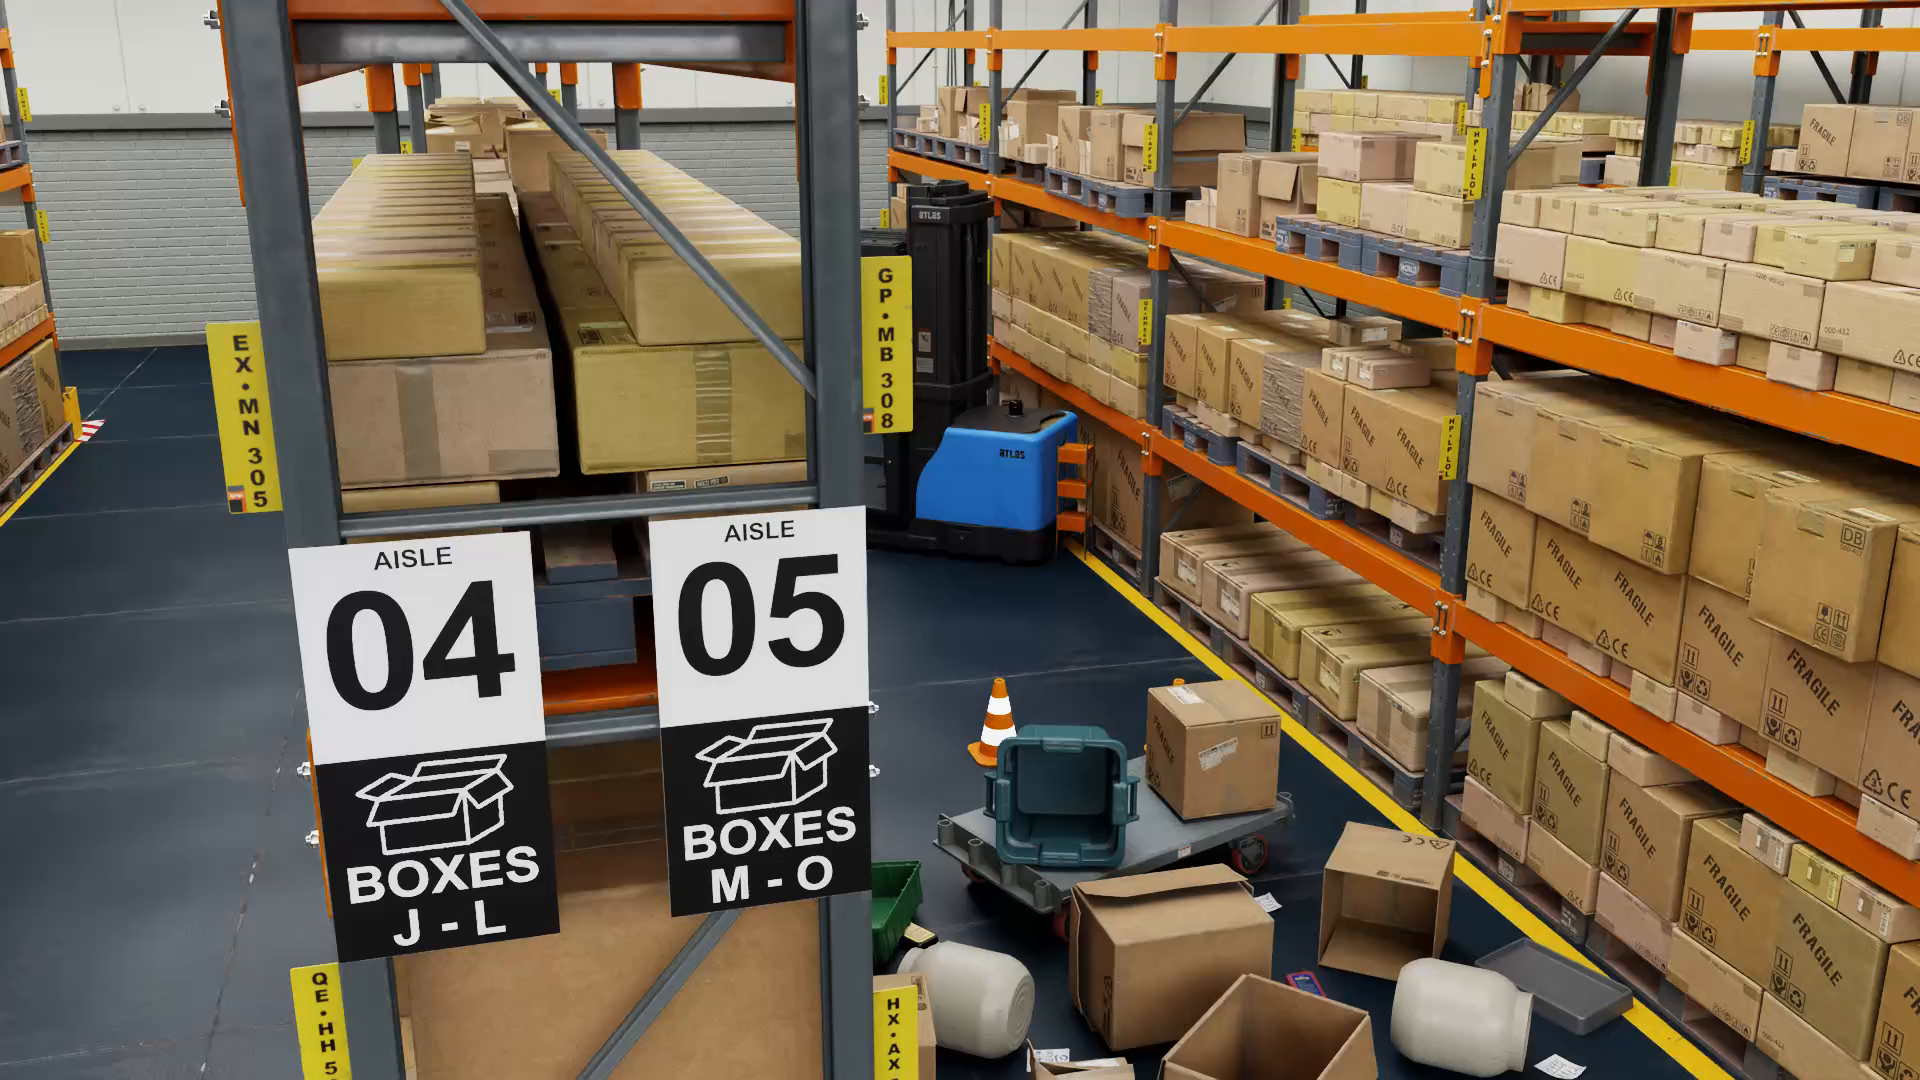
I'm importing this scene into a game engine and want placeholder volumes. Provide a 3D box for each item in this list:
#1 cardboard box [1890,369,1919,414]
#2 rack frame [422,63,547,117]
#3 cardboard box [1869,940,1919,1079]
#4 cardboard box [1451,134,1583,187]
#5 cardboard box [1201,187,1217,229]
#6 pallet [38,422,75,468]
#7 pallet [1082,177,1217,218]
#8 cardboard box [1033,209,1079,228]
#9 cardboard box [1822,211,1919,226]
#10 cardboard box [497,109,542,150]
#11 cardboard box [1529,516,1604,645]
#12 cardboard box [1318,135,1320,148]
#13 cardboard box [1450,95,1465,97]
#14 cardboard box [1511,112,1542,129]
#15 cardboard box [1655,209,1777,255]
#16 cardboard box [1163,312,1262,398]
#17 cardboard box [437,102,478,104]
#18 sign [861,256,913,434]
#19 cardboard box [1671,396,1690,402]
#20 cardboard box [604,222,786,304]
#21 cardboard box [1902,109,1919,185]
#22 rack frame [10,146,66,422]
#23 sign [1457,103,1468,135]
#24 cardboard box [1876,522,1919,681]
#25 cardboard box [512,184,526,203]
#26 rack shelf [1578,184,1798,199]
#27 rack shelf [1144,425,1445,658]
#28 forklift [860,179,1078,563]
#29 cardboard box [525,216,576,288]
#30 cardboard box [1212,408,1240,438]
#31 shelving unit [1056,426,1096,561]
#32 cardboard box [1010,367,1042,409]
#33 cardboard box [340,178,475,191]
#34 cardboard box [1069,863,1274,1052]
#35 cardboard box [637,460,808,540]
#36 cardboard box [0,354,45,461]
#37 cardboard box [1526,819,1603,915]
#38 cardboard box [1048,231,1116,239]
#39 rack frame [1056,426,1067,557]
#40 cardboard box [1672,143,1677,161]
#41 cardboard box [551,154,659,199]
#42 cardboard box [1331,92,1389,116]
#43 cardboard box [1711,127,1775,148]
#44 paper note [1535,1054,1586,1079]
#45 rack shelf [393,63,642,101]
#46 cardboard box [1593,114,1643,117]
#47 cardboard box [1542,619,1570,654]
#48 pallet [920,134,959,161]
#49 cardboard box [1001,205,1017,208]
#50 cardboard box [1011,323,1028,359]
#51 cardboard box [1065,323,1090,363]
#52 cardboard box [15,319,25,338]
[{"bbox_3d":[3.433,-0.516,5.679,0.380,0.149,0.250,-5,17,-16],"label":"cardboard box"},{"bbox_3d":[-3.970,-4.613,13.668,1.000,3.000,0.127,-5,17,-15],"label":"rack frame"},{"bbox_3d":[3.589,1.715,5.774,0.500,0.500,0.500,-5,17,-15],"label":"cardboard box"},{"bbox_3d":[3.039,-2.082,9.118,0.500,0.250,0.500,-5,17,-16],"label":"cardboard box"},{"bbox_3d":[1.854,-2.254,11.262,0.396,0.266,0.258,-5,17,-15],"label":"cardboard box"},{"bbox_3d":[-9.571,-0.932,16.688,1.003,0.211,1.213,-5,17,-15],"label":"pallet"},{"bbox_3d":[1.633,-2.573,12.419,1.213,0.211,1.003,-4,17,-13],"label":"pallet"},{"bbox_3d":[0.925,-3.105,16.035,0.380,0.149,0.250,-5,17,-16],"label":"cardboard box"},{"bbox_3d":[3.679,-1.221,6.639,0.380,0.149,0.250,-4,17,-15],"label":"cardboard box"},{"bbox_3d":[-2.966,-2.829,11.436,0.396,0.266,0.258,-5,17,-15],"label":"cardboard box"},{"bbox_3d":[2.974,0.144,7.569,0.500,0.500,0.500,-5,17,-15],"label":"cardboard box"},{"bbox_3d":[4.419,-4.649,19.439,0.380,0.149,0.250,-4,17,-14],"label":"cardboard box"},{"bbox_3d":[5.514,-4.601,17.717,0.500,0.250,0.500,-5,17,-17],"label":"cardboard box"},{"bbox_3d":[5.364,-4.002,15.862,0.380,0.149,0.250,-5,17,-16],"label":"cardboard box"},{"bbox_3d":[3.060,-1.249,6.733,0.380,0.149,0.250,-5,18,-17],"label":"cardboard box"},{"bbox_3d":[1.762,-1.302,11.651,0.500,0.500,0.500,-5,17,-17],"label":"cardboard box"},{"bbox_3d":[-4.801,-4.102,15.879,0.380,0.149,0.250,-4,17,-13],"label":"cardboard box"},{"bbox_3d":[-0.137,-0.356,3.053,0.100,0.325,0.005,-5,17,-15],"label":"sign"},{"bbox_3d":[6.493,-1.219,15.284,0.380,0.149,0.250,-5,17,-16],"label":"cardboard box"},{"bbox_3d":[-0.596,-0.626,3.754,0.380,0.149,0.250,-5,17,-16],"label":"cardboard box"},{"bbox_3d":[6.877,-2.679,11.365,0.500,0.500,0.500,-4,17,-14],"label":"cardboard box"},{"bbox_3d":[-9.866,-2.483,17.003,1.000,3.000,0.127,-5,17,-15],"label":"rack frame"},{"bbox_3d":[5.014,-4.192,16.582,0.100,0.325,0.005,-5,17,-15],"label":"sign"},{"bbox_3d":[3.578,0.226,5.557,0.700,0.500,0.500,-5,17,-15],"label":"cardboard box"},{"bbox_3d":[-2.082,-1.683,8.457,0.396,0.266,0.258,-5,17,-15],"label":"cardboard box"},{"bbox_3d":[6.083,-3.092,15.068,1.077,0.370,4.000,-5,17,-15],"label":"rack shelf"},{"bbox_3d":[2.411,-0.155,10.506,1.077,0.370,4.000,-5,17,-15],"label":"rack shelf"},{"bbox_3d":[-0.580,-1.473,13.761,3.031,2.935,1.130,7,18,22],"label":"forklift"},{"bbox_3d":[-1.115,-0.889,5.325,0.500,0.250,0.500,-5,17,-16],"label":"cardboard box"},{"bbox_3d":[1.904,-0.791,11.080,0.380,0.149,0.250,-5,17,-15],"label":"cardboard box"},{"bbox_3d":[0.928,-0.375,13.374,0.252,1.050,0.215,7,18,21],"label":"shelving unit"},{"bbox_3d":[1.009,-1.178,15.623,0.875,0.875,0.875,-4,17,-14],"label":"cardboard box"},{"bbox_3d":[-1.647,-0.995,4.984,0.380,0.149,0.250,-5,17,-15],"label":"cardboard box"},{"bbox_3d":[0.878,1.747,7.027,0.797,0.637,0.503,-5,17,-15],"label":"cardboard box"},{"bbox_3d":[-0.458,-0.106,3.411,0.380,0.149,0.250,-5,17,-15],"label":"cardboard box"},{"bbox_3d":[-9.363,-1.244,15.842,0.875,0.875,0.875,-5,17,-15],"label":"cardboard box"},{"bbox_3d":[3.021,1.500,7.793,0.500,0.250,0.500,-4,17,-12],"label":"cardboard box"},{"bbox_3d":[1.126,-2.583,15.424,0.500,0.500,0.500,-4,17,-13],"label":"cardboard box"},{"bbox_3d":[0.815,-0.388,13.418,0.008,1.050,0.200,7,18,21],"label":"rack frame"},{"bbox_3d":[6.093,-3.295,14.060,0.380,0.149,0.250,-5,17,-15],"label":"cardboard box"},{"bbox_3d":[-1.295,-1.329,6.094,0.380,0.149,0.250,-5,17,-15],"label":"cardboard box"},{"bbox_3d":[4.587,-4.983,18.989,0.500,0.250,0.500,-5,17,-16],"label":"cardboard box"},{"bbox_3d":[6.254,-3.217,13.283,0.380,0.149,0.250,-4,17,-13],"label":"cardboard box"},{"bbox_3d":[2.444,2.143,6.765,0.142,0.019,0.148,-12,20,-34],"label":"paper note"},{"bbox_3d":[-2.321,-2.418,8.304,1.077,0.370,4.000,-5,17,-15],"label":"rack shelf"},{"bbox_3d":[6.034,-3.825,15.275,0.380,0.149,0.250,-5,17,-15],"label":"cardboard box"},{"bbox_3d":[2.960,0.423,7.767,0.380,0.149,0.250,-5,17,-16],"label":"cardboard box"},{"bbox_3d":[0.215,-4.118,17.386,1.003,0.211,1.213,-5,17,-15],"label":"pallet"},{"bbox_3d":[0.344,-3.208,16.379,0.380,0.149,0.250,-5,17,-15],"label":"cardboard box"},{"bbox_3d":[0.773,-1.802,14.998,0.500,0.250,0.500,-5,17,-17],"label":"cardboard box"},{"bbox_3d":[1.179,-1.616,13.510,0.500,0.250,0.500,-5,17,-17],"label":"cardboard box"},{"bbox_3d":[-9.169,-2.007,15.857,0.380,0.149,0.250,-5,17,-16],"label":"cardboard box"}]
